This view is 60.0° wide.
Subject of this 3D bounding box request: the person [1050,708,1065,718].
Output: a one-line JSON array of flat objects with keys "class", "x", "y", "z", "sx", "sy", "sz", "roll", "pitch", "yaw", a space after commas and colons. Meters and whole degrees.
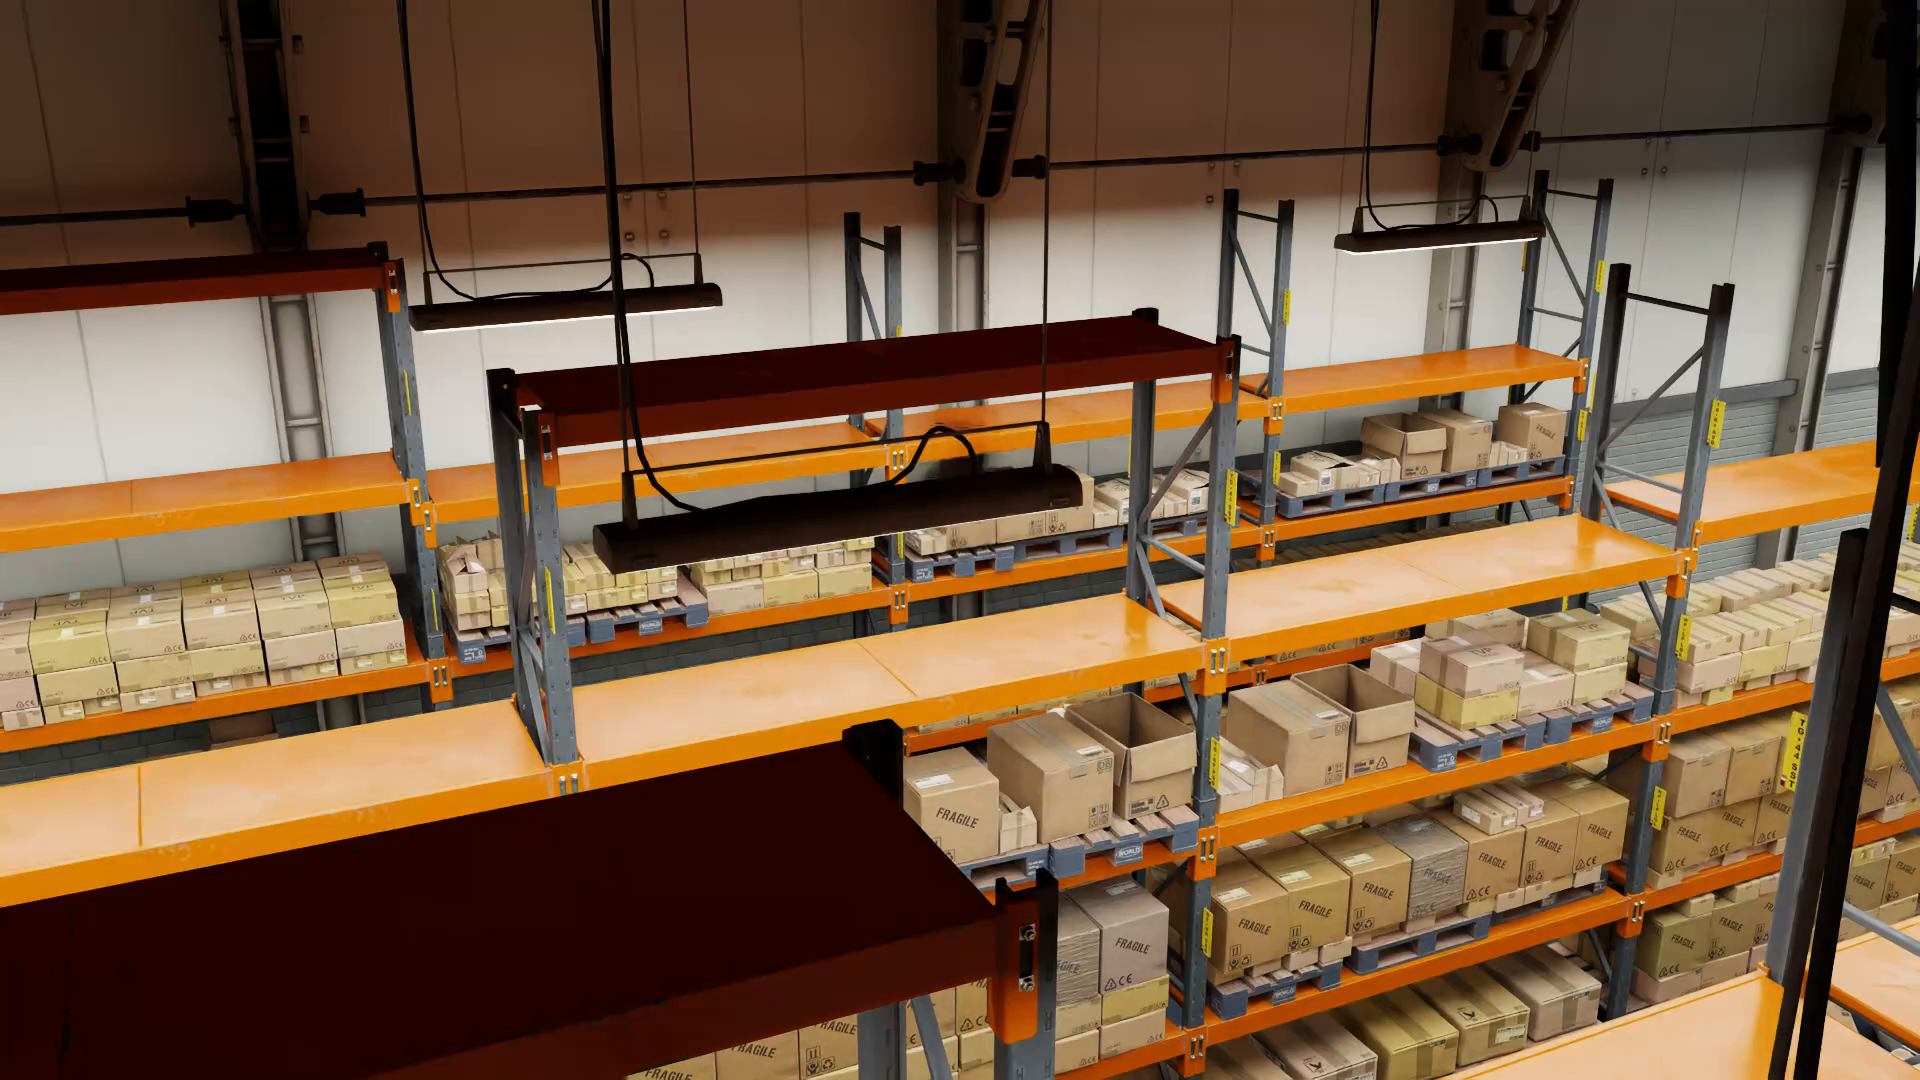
[{"class": "person", "x": 0.736, "y": 2.342, "z": 14.752, "sx": 0.601, "sy": 1.846, "sz": 0.625, "roll": -10, "pitch": 21, "yaw": -27}]
